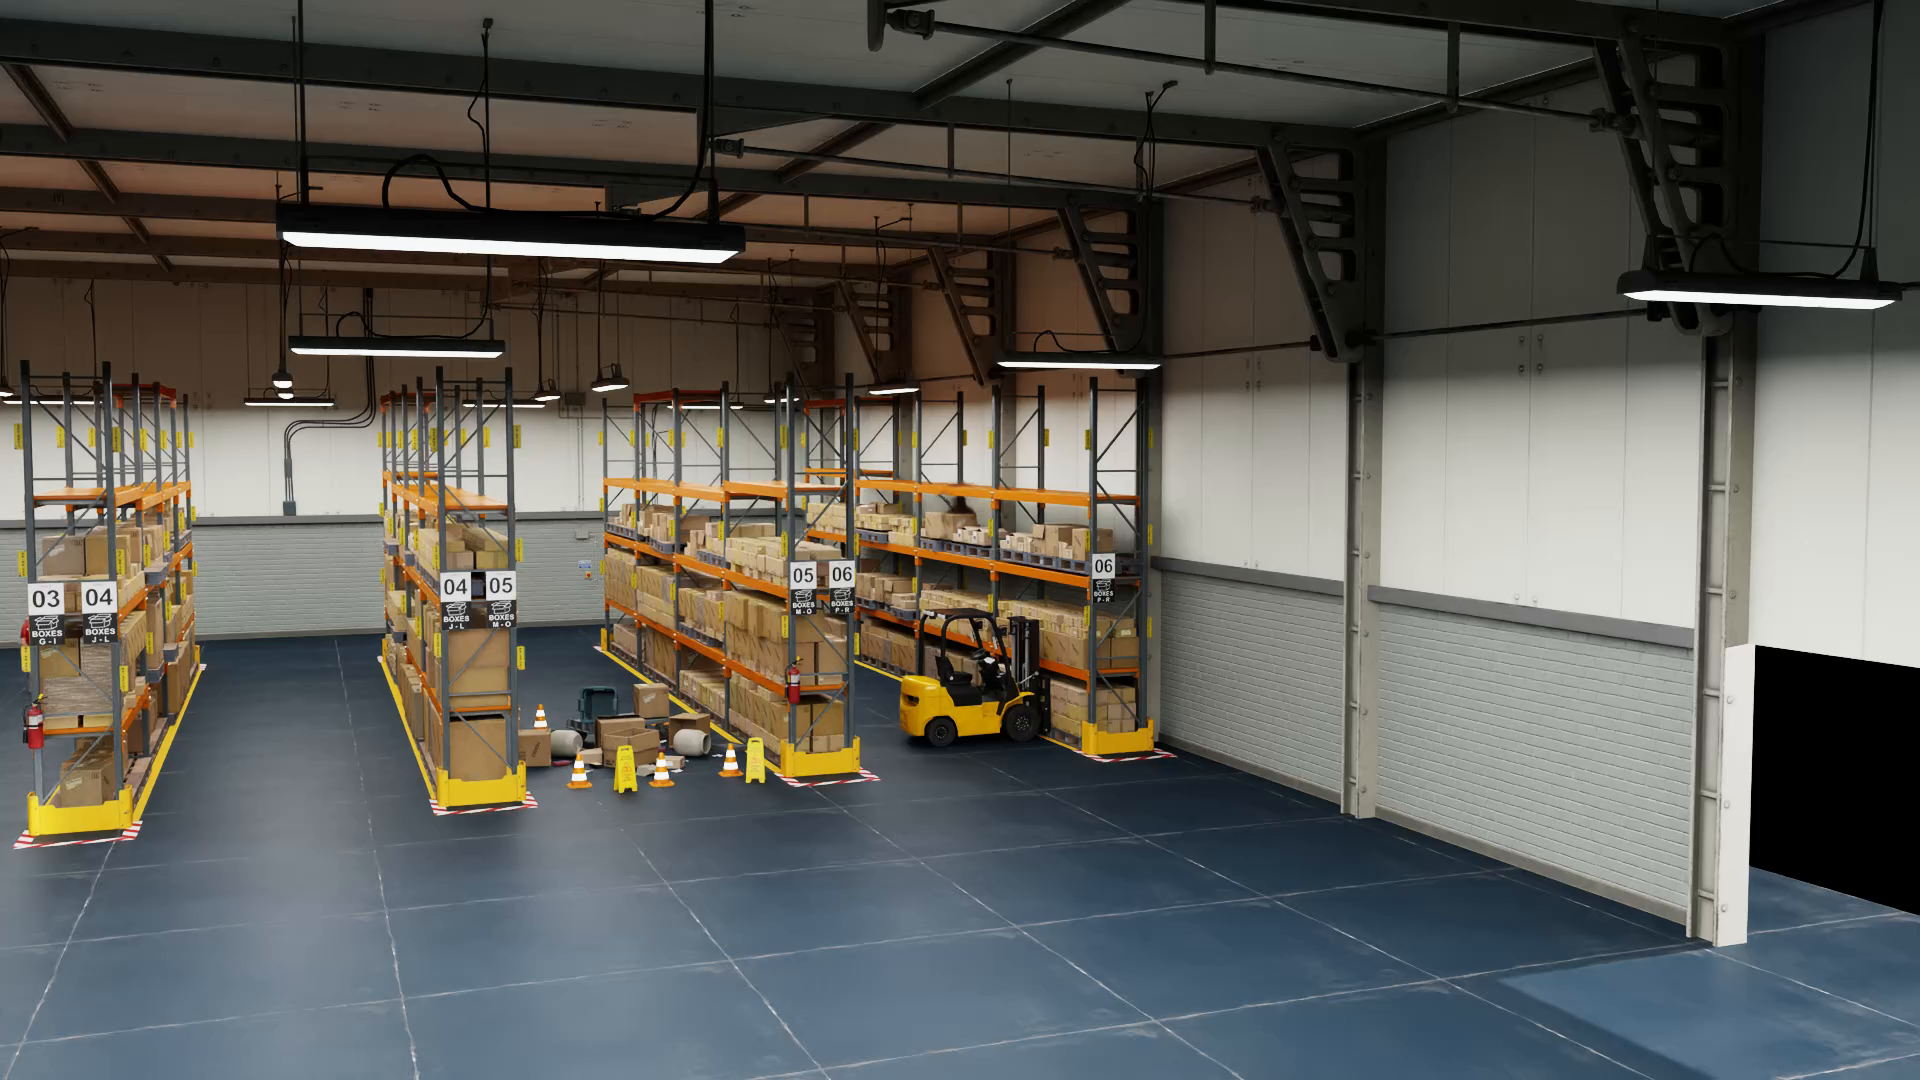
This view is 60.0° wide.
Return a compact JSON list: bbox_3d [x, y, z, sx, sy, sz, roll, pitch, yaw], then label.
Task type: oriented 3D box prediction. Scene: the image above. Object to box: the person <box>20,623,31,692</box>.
[{"bbox_3d":[-18.069,2.207,32.491,0.491,1.681,0.996,-2,4,-27],"label":"person"}]
